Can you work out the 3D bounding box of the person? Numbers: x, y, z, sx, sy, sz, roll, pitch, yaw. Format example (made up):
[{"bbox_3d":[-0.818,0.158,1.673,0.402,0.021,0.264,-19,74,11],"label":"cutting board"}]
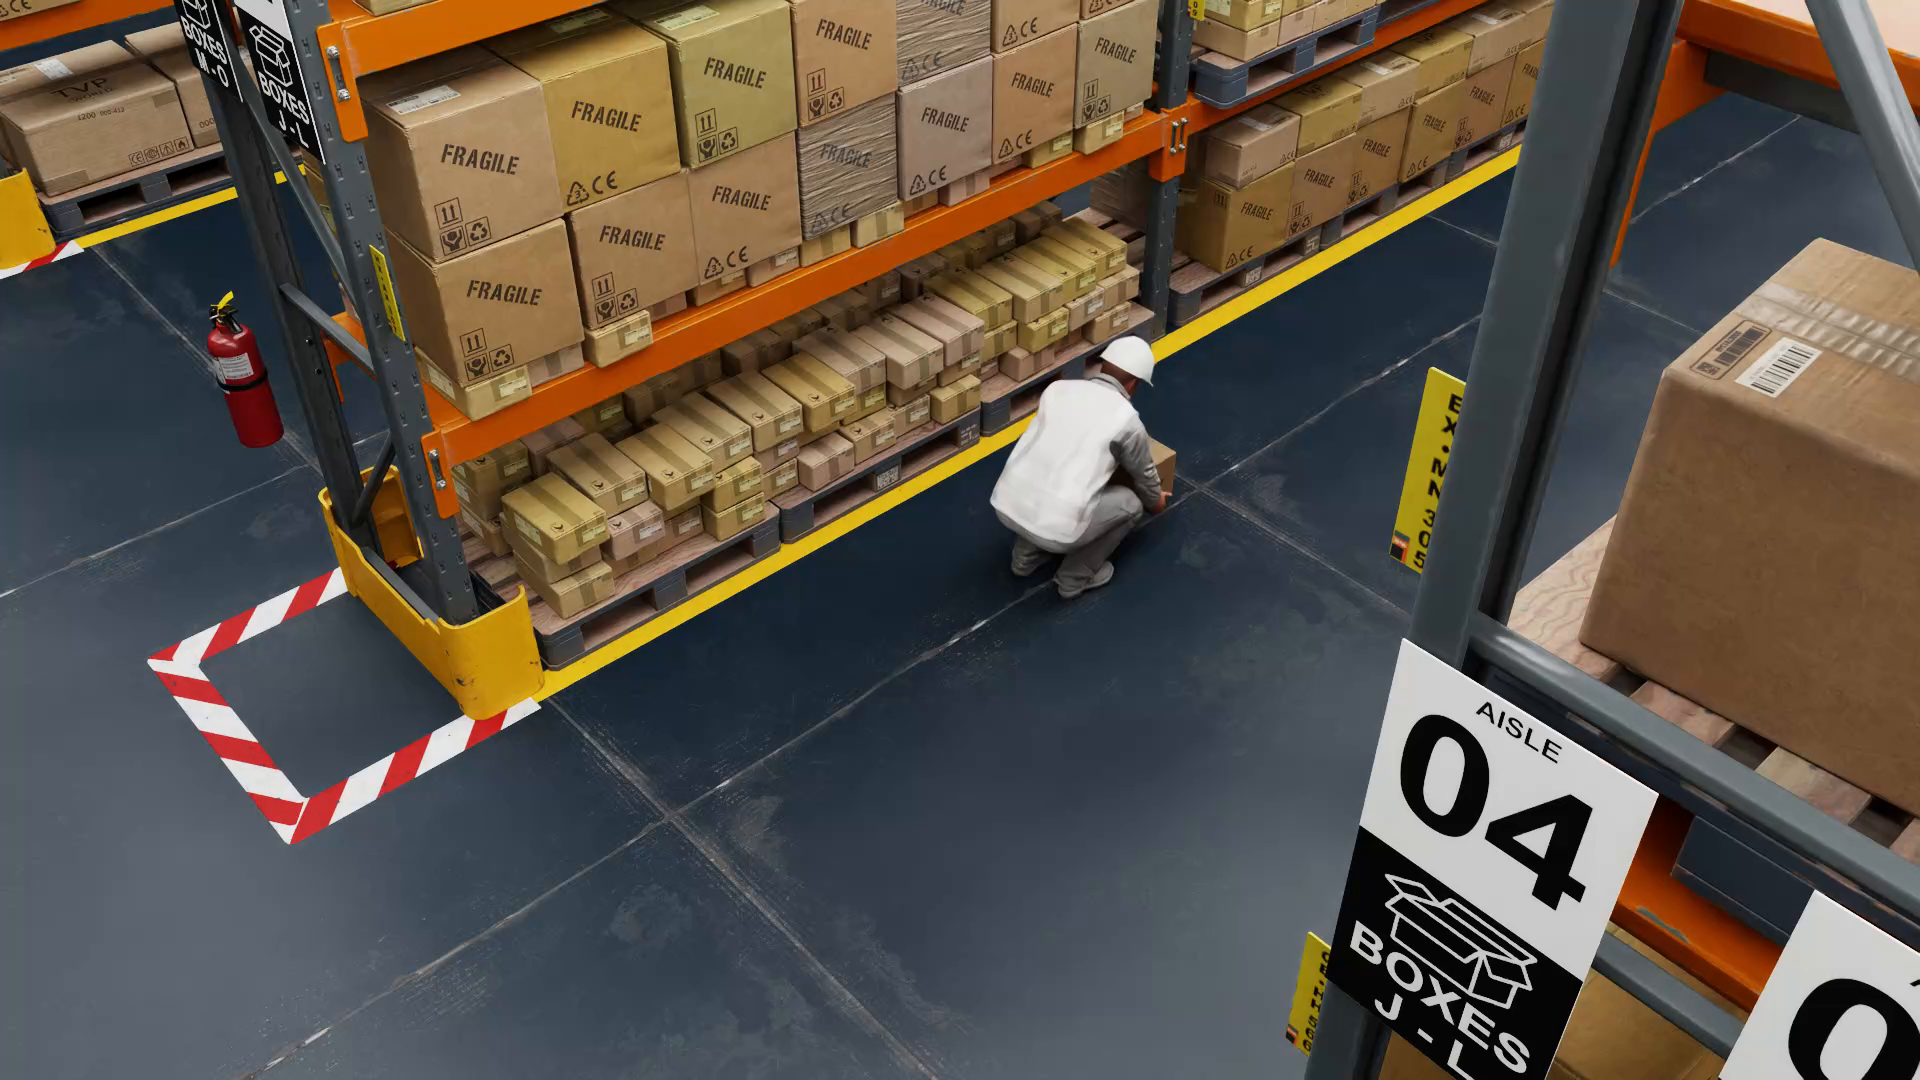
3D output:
[{"bbox_3d":[0.518,-0.292,7.095,0.872,1.015,0.505,-31,49,-32],"label":"person"}]
